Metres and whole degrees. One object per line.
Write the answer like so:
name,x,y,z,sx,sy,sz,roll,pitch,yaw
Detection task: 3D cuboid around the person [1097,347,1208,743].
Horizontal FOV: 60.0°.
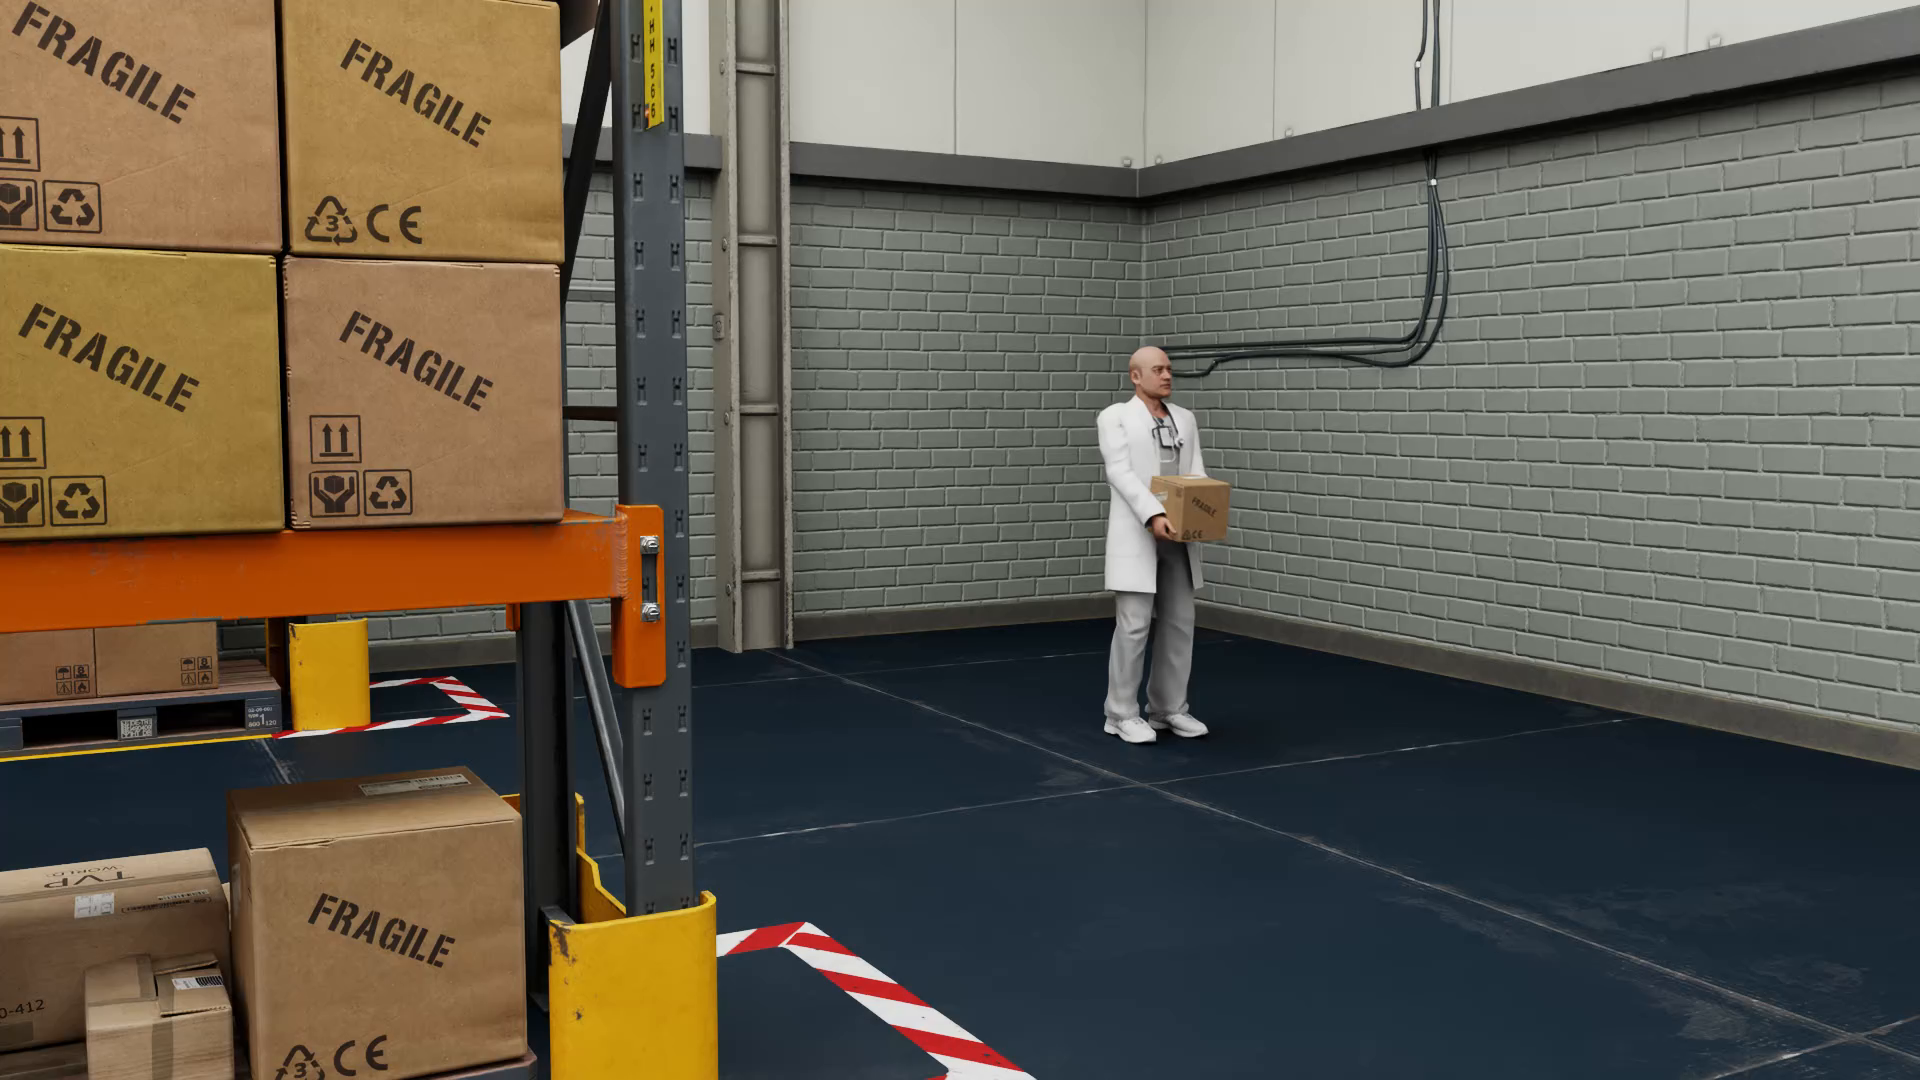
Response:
person,0.927,0.019,7.492,0.526,1.777,0.543,-3,6,-28
